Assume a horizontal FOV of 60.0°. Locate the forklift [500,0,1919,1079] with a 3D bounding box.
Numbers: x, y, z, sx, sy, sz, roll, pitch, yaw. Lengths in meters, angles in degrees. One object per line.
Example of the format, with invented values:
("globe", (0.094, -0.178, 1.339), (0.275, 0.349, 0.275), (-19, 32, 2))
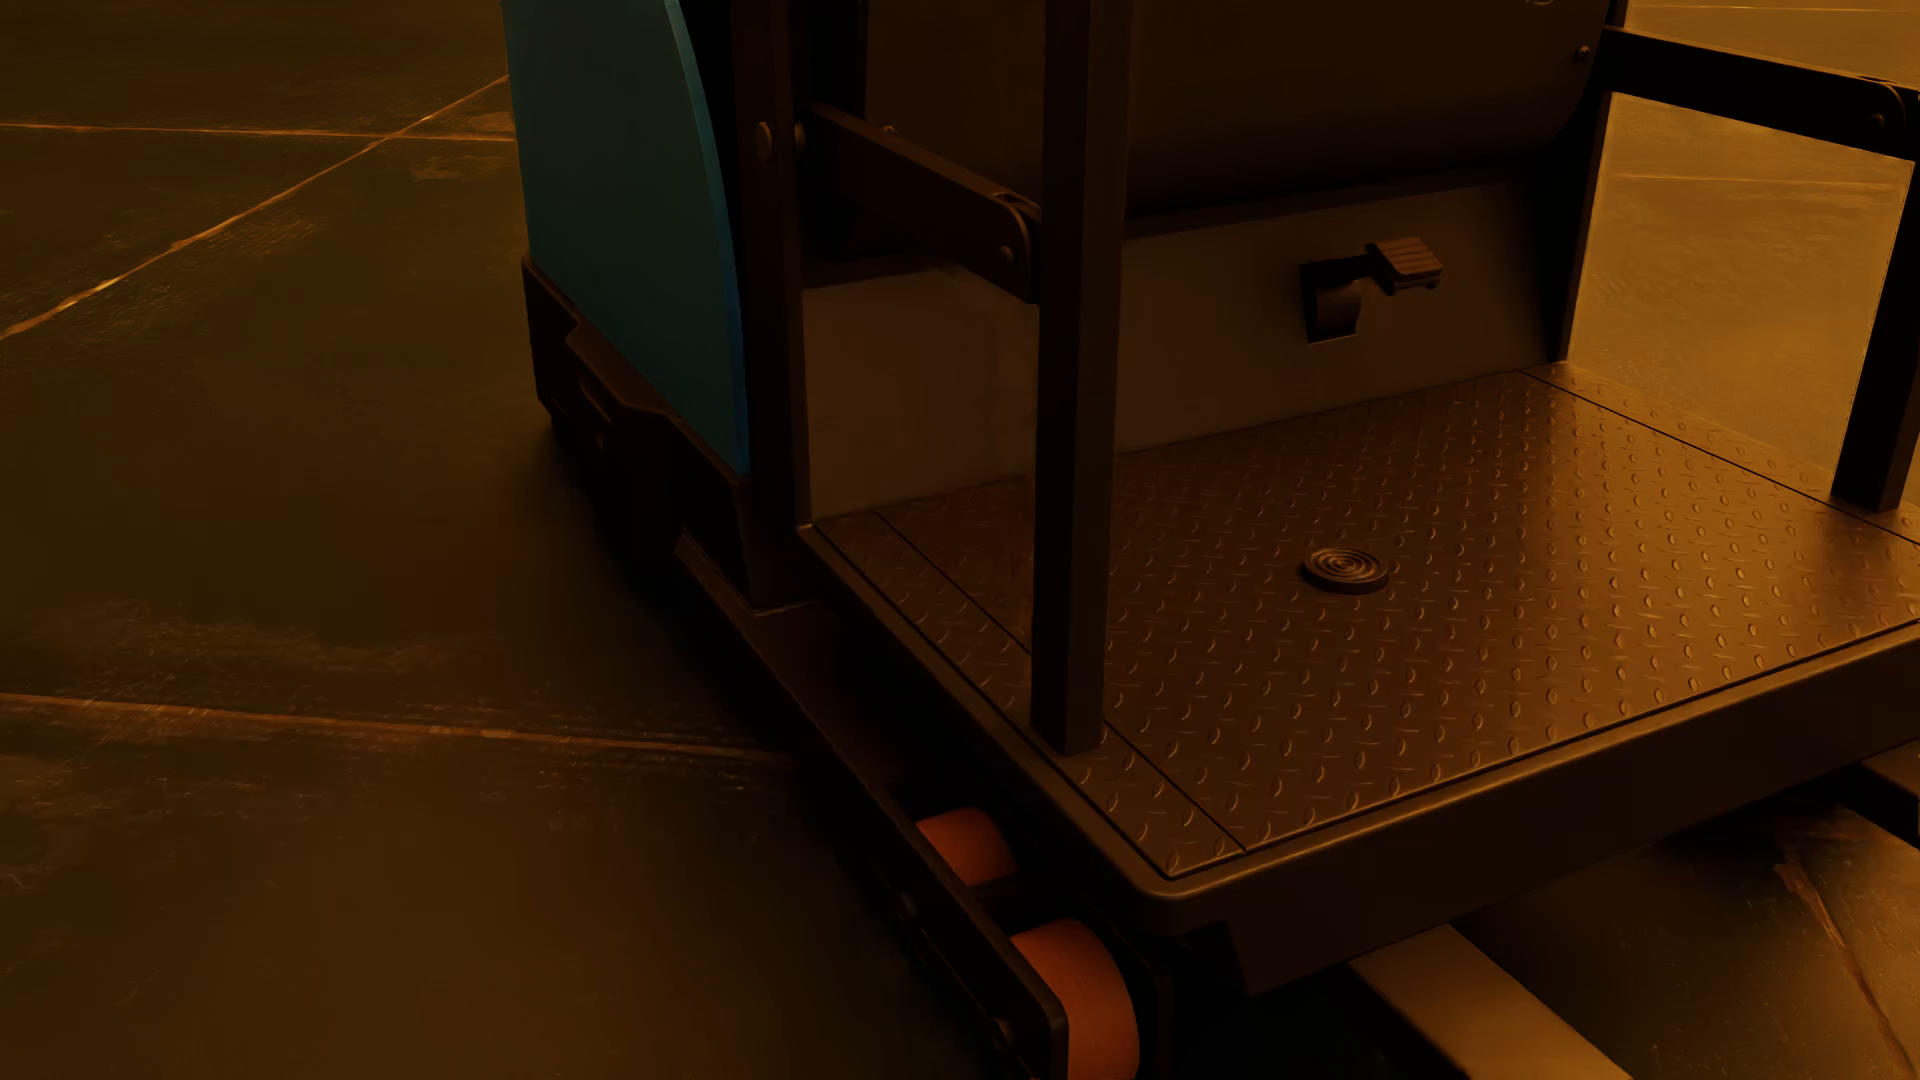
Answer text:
("forklift", (0.402, -1.033, 1.287), (1.130, 2.935, 3.031), (-13, 29, -24))
